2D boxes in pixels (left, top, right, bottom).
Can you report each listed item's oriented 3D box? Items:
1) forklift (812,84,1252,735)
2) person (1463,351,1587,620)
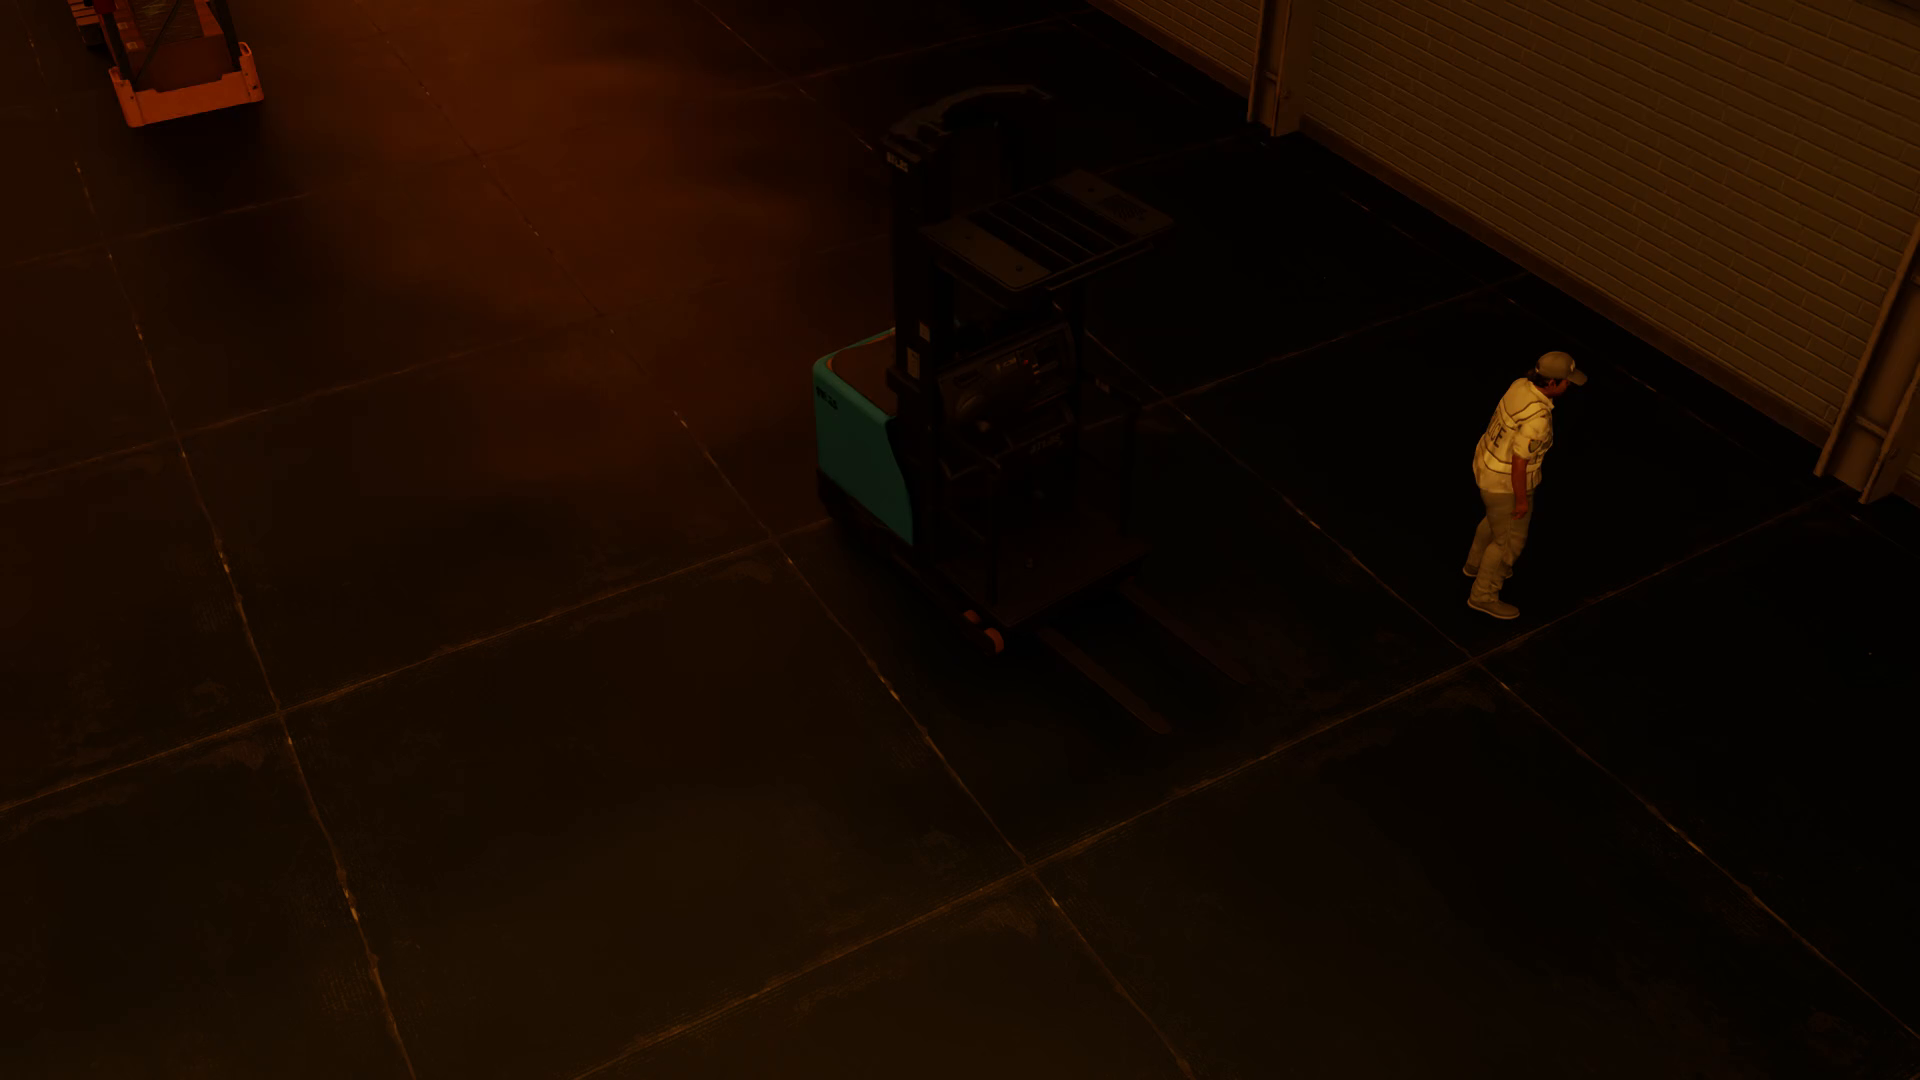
[{"bbox_3d":[0.399,-0.822,9.027,1.130,2.935,3.031,-27,47,-28],"label":"forklift"},{"bbox_3d":[3.159,-0.345,9.446,0.470,1.664,0.547,5,40,6],"label":"person"}]
